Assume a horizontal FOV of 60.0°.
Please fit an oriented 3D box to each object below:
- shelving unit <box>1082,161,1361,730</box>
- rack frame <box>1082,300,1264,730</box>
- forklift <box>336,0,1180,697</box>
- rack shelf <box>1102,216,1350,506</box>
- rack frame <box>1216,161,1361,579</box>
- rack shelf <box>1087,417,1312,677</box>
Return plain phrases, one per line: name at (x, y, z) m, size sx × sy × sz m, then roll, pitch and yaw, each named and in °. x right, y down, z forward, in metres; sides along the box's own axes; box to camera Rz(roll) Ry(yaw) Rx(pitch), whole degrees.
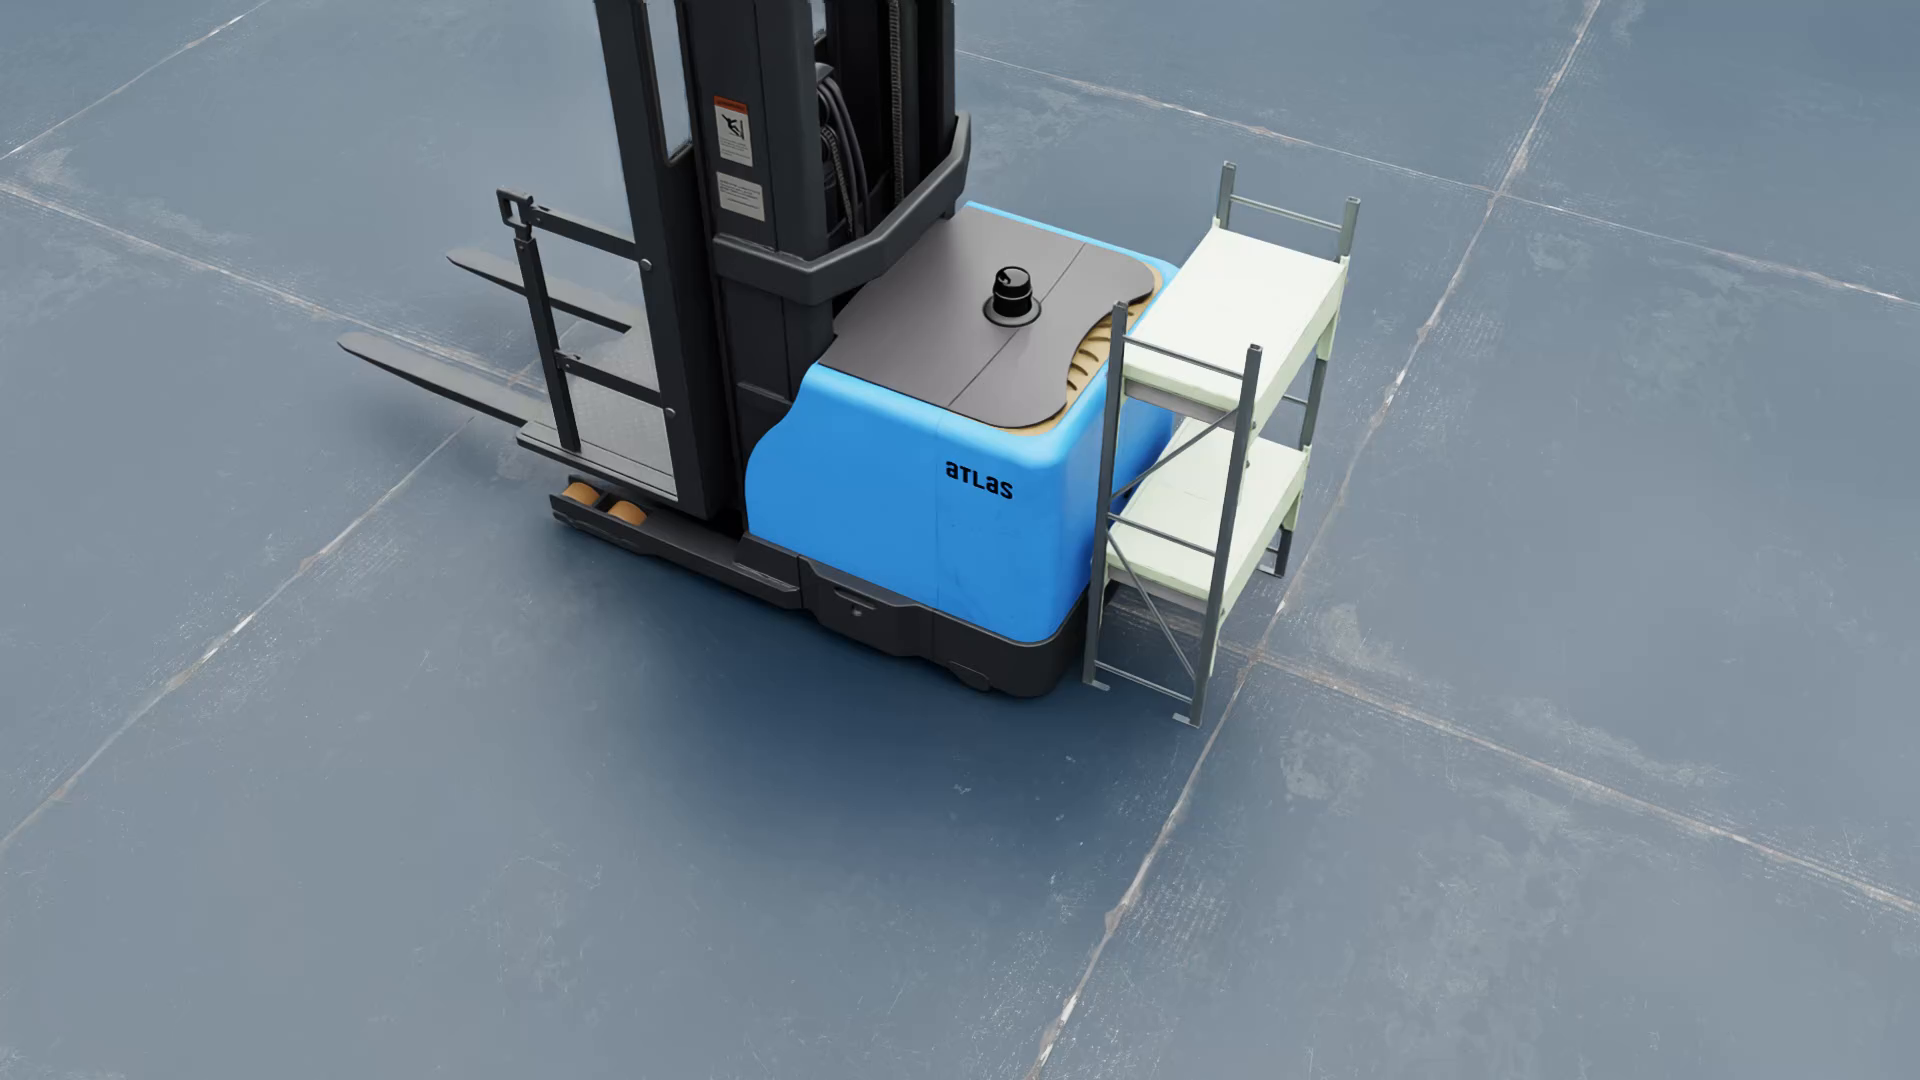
shelving unit at (0.746, -0.241, 4.933) m, size 0.431 × 1.500 × 0.755 m, roll 21°, pitch 49°, yaw 20°
rack frame at (0.570, -0.012, 4.707) m, size 0.400 × 1.500 × 0.023 m, roll 21°, pitch 49°, yaw 20°
forklift at (-0.828, -1.307, 4.981) m, size 3.031 × 2.935 × 1.130 m, roll 21°, pitch 49°, yaw 20°
rack shelf at (0.746, -0.515, 4.656) m, size 0.431 × 0.370 × 0.720 m, roll 21°, pitch 49°, yaw 20°
rack frame at (0.921, -0.469, 5.159) m, size 0.400 × 1.500 × 0.023 m, roll 21°, pitch 49°, yaw 20°
rack shelf at (0.746, -0.011, 5.165) m, size 0.431 × 0.370 × 0.720 m, roll 21°, pitch 49°, yaw 20°
